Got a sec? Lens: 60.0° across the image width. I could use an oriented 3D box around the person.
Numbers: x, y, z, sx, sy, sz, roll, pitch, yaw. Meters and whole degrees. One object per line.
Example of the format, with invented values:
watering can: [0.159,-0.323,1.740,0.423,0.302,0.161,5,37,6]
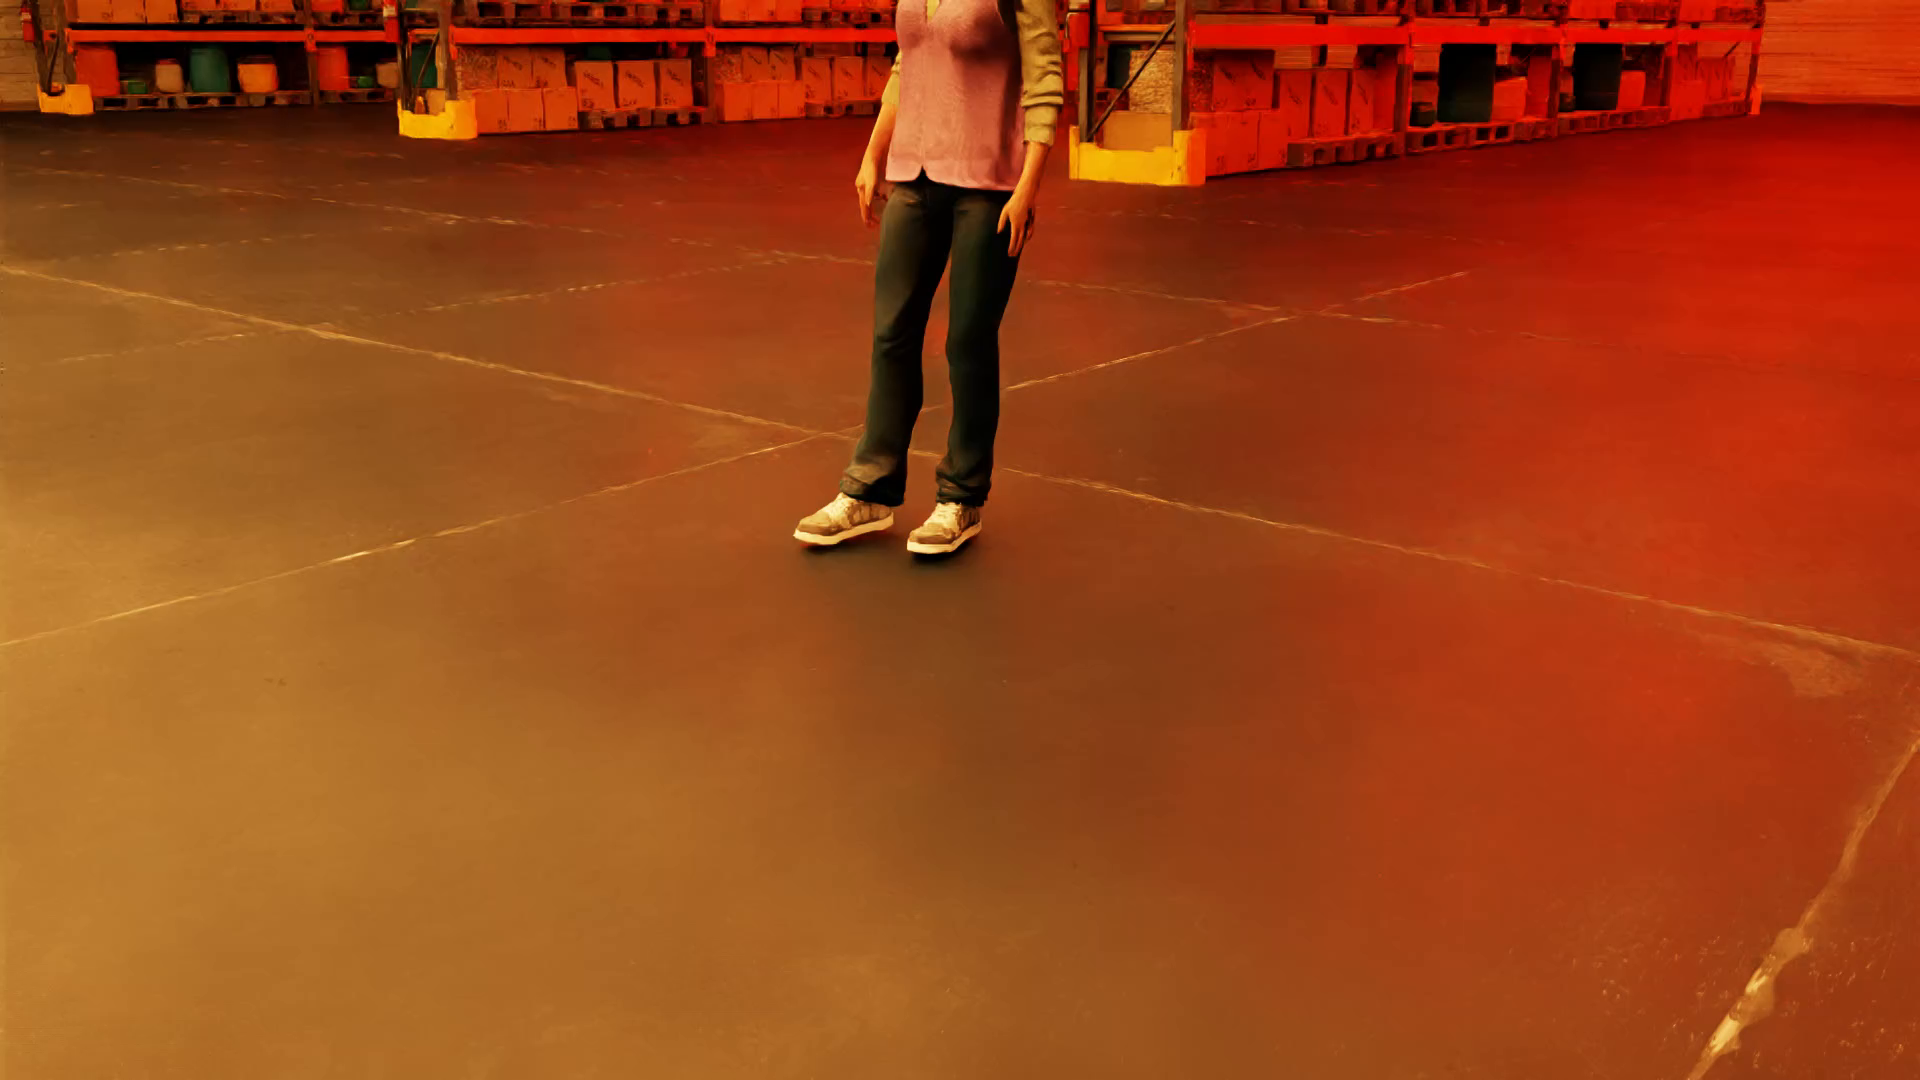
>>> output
person: [-0.058,-0.757,3.661,0.520,1.597,0.474,13,21,37]
